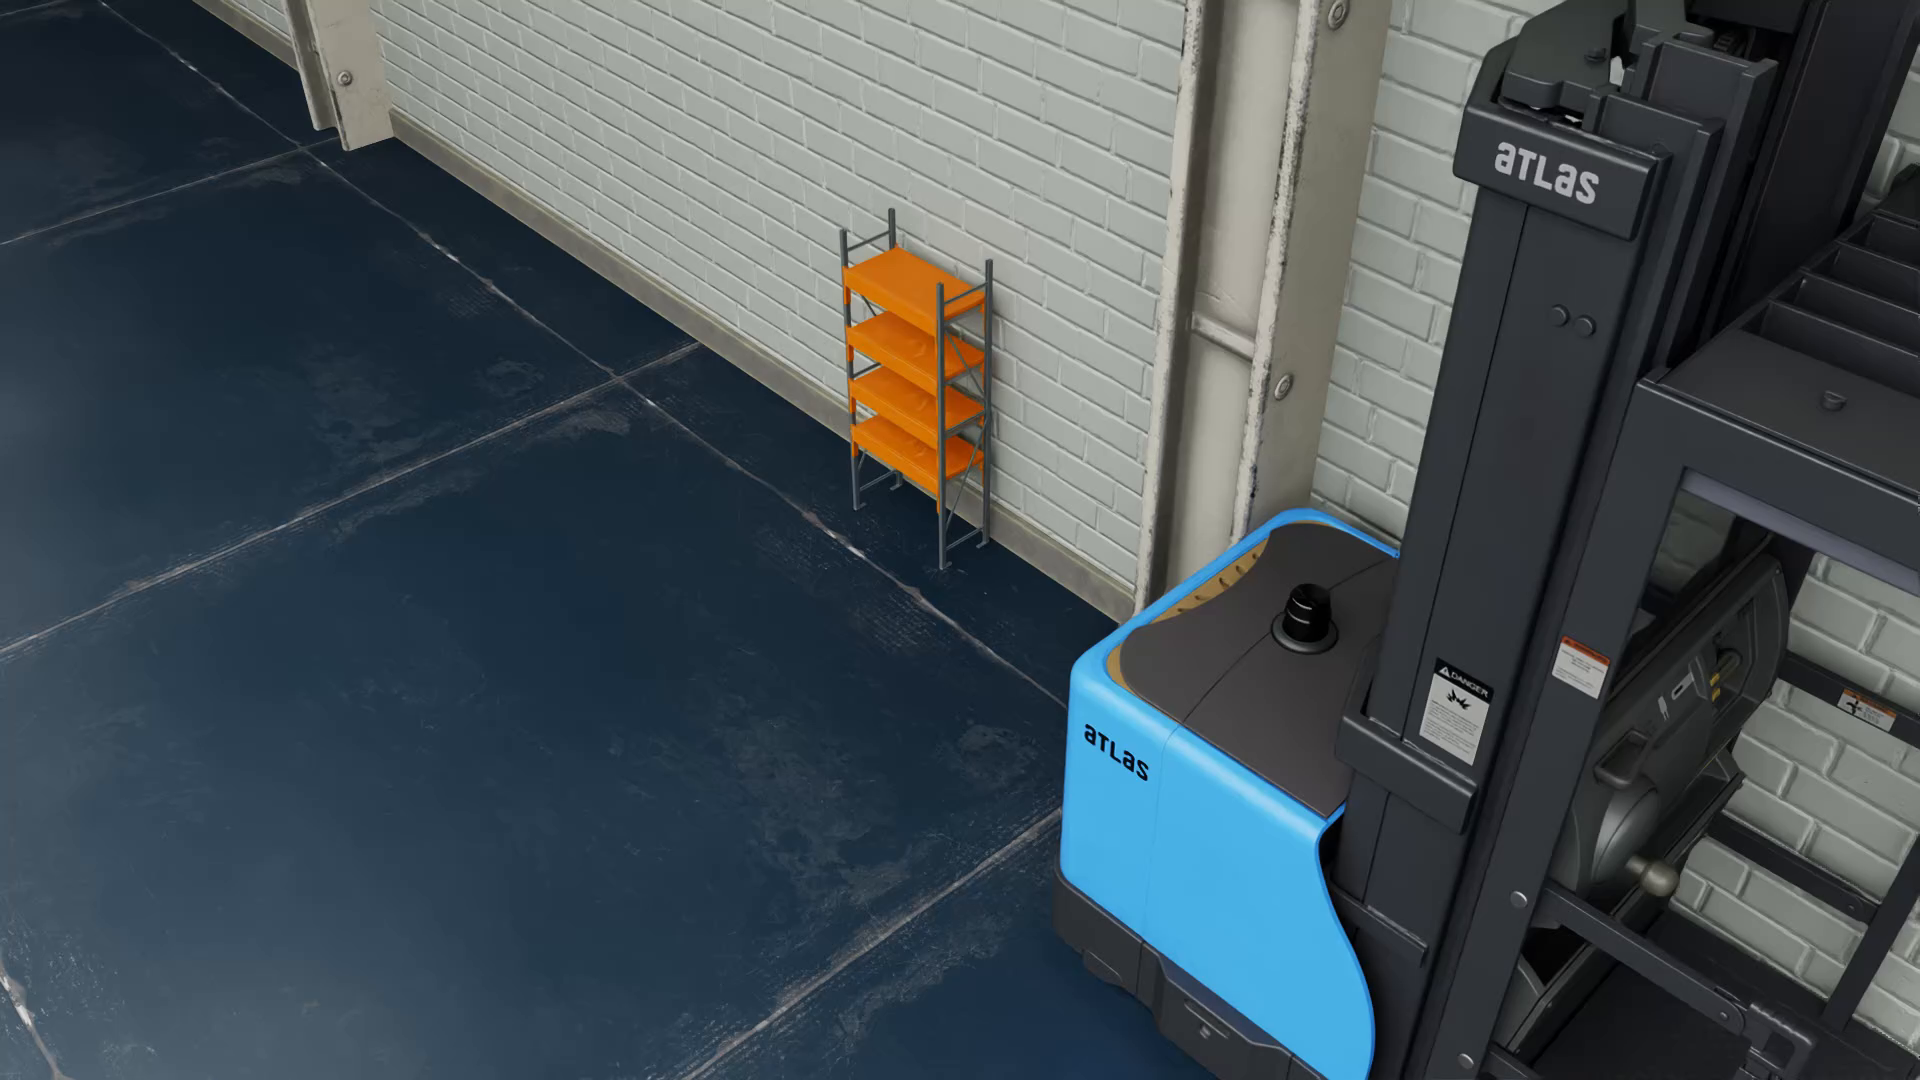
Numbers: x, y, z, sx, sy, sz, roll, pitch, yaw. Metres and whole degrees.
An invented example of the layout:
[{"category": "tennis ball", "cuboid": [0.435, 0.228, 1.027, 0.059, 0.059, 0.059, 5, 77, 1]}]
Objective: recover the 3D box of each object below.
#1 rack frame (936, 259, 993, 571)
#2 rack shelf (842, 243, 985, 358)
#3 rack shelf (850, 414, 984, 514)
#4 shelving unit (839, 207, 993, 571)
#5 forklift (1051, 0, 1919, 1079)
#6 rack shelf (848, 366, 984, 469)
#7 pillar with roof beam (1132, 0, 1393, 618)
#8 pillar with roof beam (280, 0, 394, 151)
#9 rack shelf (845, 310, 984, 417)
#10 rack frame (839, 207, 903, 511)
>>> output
[{"category": "rack frame", "cuboid": [0.017, -0.409, 5.801, 0.240, 1.200, 0.015, -30, 48, -32]}, {"category": "rack shelf", "cuboid": [-0.150, -0.826, 5.692, 0.258, 0.148, 0.480, -30, 48, -32]}, {"category": "rack shelf", "cuboid": [-0.150, -0.314, 6.106, 0.258, 0.148, 0.480, -30, 48, -32]}, {"category": "shelving unit", "cuboid": [-0.150, -0.521, 5.939, 0.258, 1.200, 0.503, -30, 48, -32]}, {"category": "forklift", "cuboid": [1.655, 0.451, 3.359, 1.130, 2.935, 3.031, -32, 49, -33]}, {"category": "rack shelf", "cuboid": [-0.150, -0.468, 5.982, 0.258, 0.148, 0.480, -30, 48, -32]}, {"category": "pillar with roof beam", "cuboid": [-2.375, -1.107, 0.459, 9.100, 9.000, 0.400, -30, 48, -32]}, {"category": "pillar with roof beam", "cuboid": [-6.433, -3.884, 3.897, 9.100, 9.000, 0.400, -30, 48, -32]}, {"category": "rack shelf", "cuboid": [-0.150, -0.642, 5.841, 0.258, 0.148, 0.480, -30, 48, -32]}, {"category": "rack frame", "cuboid": [-0.317, -0.633, 6.078, 0.240, 1.200, 0.015, -30, 48, -32]}]
